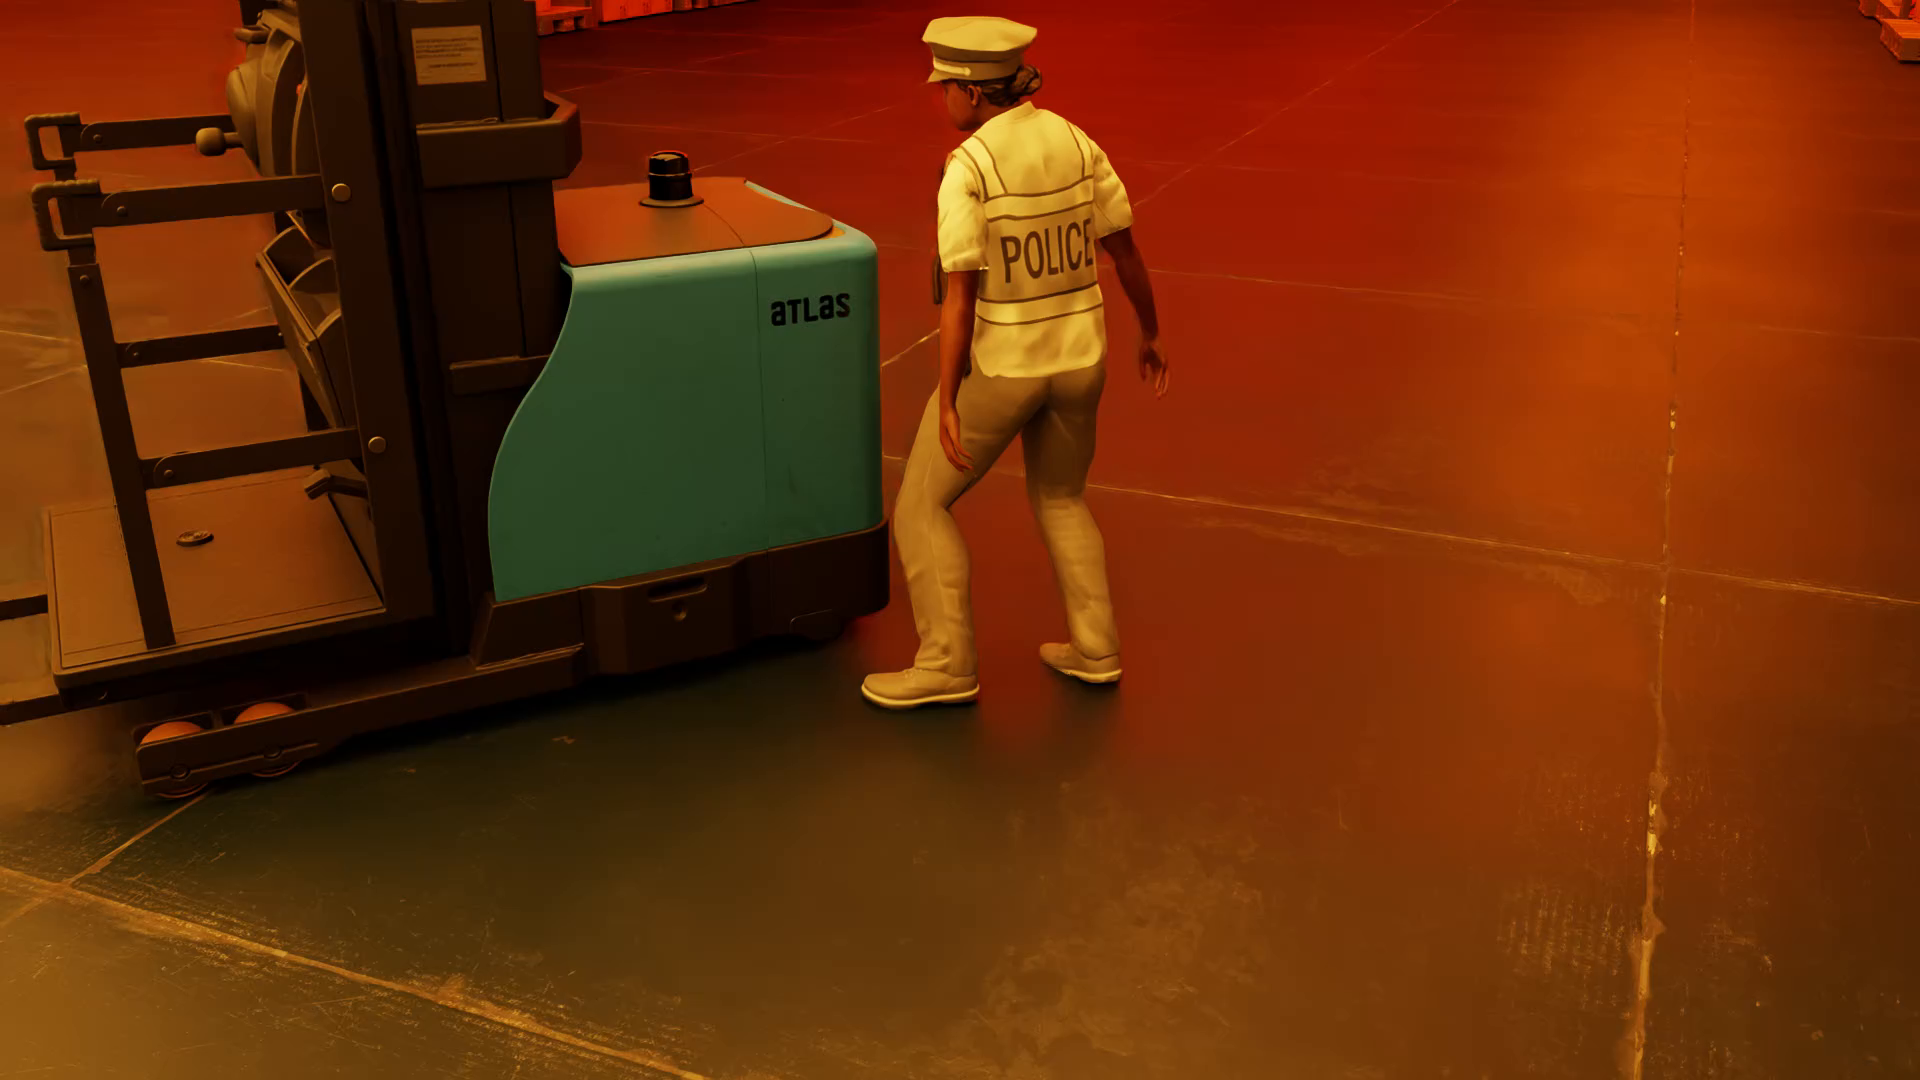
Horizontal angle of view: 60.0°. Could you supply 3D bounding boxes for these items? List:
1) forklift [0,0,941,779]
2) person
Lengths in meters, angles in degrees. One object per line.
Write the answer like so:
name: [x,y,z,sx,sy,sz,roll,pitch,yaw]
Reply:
forklift: [-1.581,-1.040,3.781,3.031,2.935,1.130,-12,25,-26]
person: [0.168,-0.397,3.945,0.781,1.633,0.393,-18,29,-36]
